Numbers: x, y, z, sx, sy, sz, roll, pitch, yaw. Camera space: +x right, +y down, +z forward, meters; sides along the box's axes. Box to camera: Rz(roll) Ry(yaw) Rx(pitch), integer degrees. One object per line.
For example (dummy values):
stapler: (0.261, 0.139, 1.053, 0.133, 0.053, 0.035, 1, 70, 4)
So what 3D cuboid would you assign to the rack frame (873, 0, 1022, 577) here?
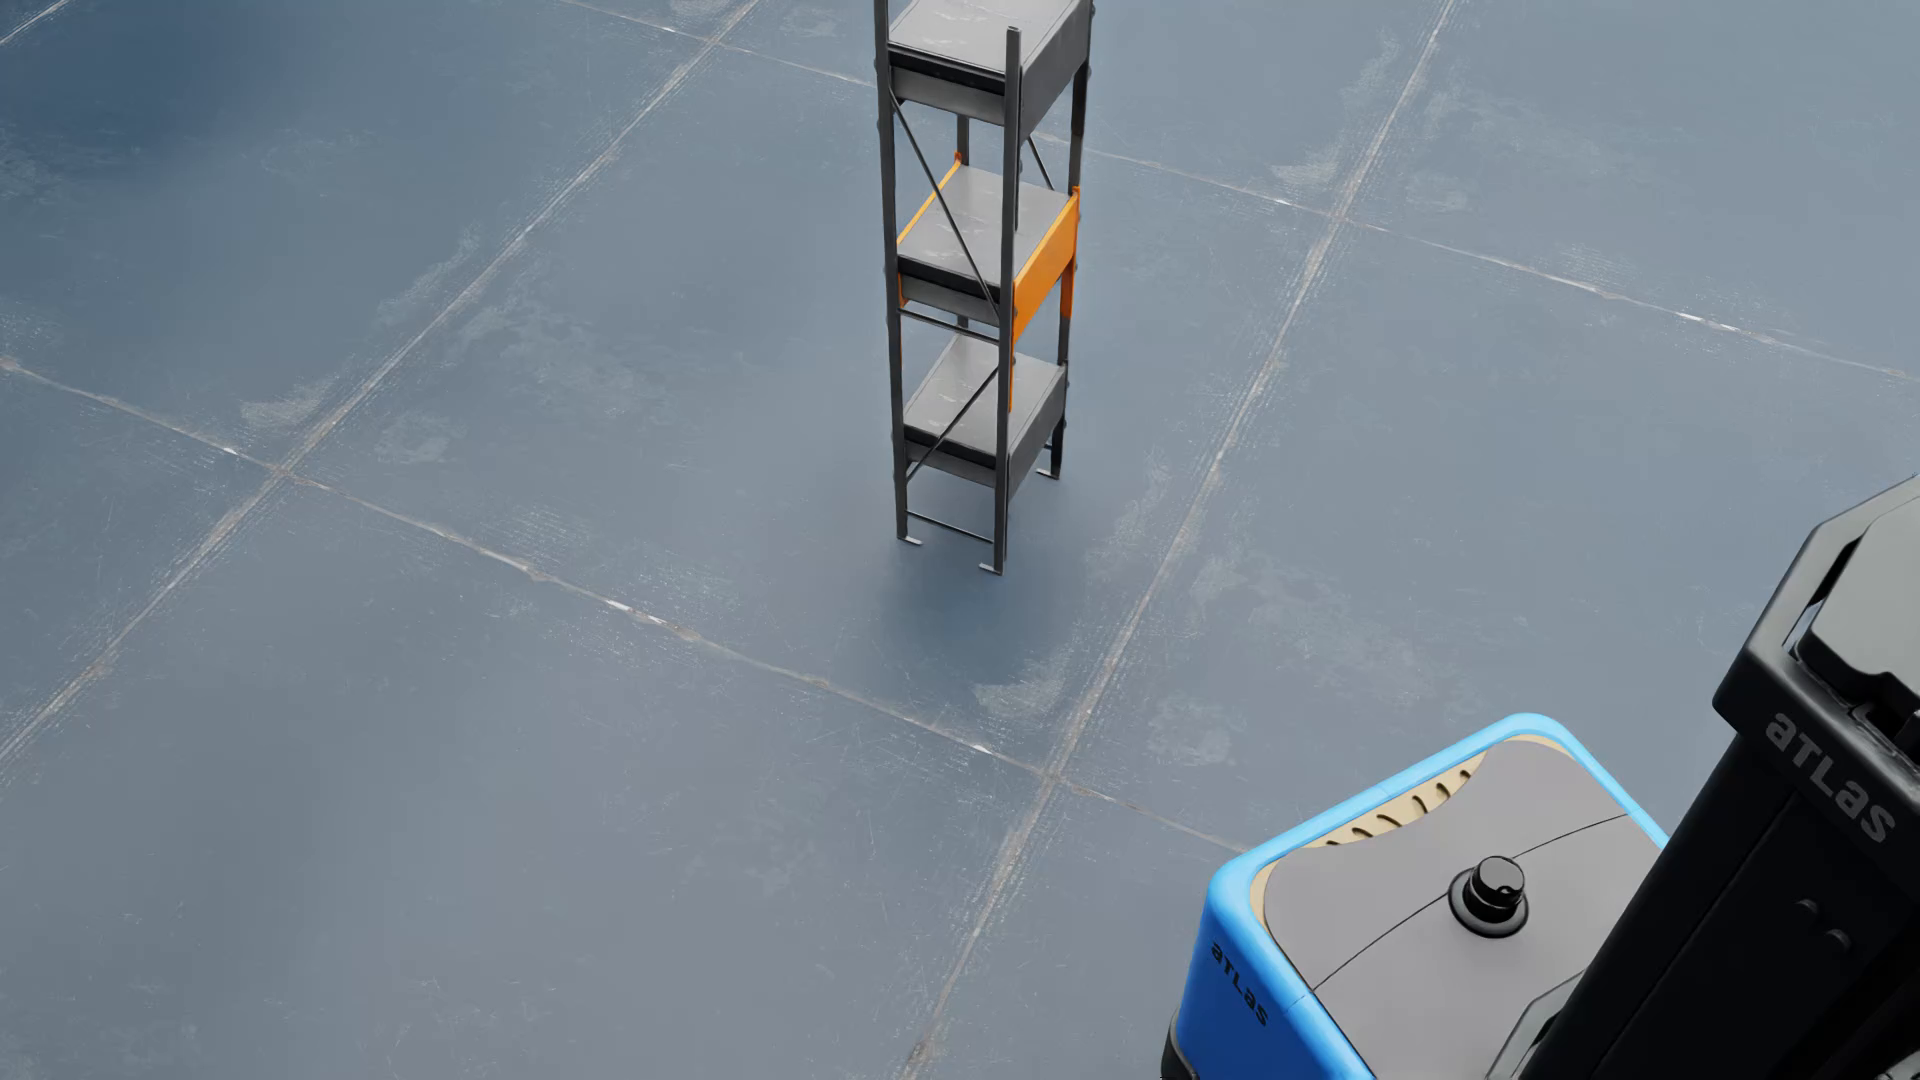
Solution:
rack frame: (-0.034, -0.626, 4.904, 0.400, 2.100, 0.015, 20, 52, 16)

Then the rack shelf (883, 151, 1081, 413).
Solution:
rack shelf: (0.071, -0.786, 5.058, 0.431, 0.518, 0.480, 20, 52, 16)

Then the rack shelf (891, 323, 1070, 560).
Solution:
rack shelf: (0.071, -0.332, 5.591, 0.431, 0.518, 0.480, 20, 52, 16)

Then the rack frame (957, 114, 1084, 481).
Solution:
rack frame: (0.175, -0.962, 5.190, 0.400, 2.100, 0.015, 20, 52, 16)

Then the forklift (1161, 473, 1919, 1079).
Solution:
forklift: (1.691, 1.301, 2.718, 1.130, 2.935, 3.031, -23, 53, -18)

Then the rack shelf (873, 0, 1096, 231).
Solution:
rack shelf: (0.071, -1.239, 4.525, 0.431, 0.518, 0.480, 20, 52, 16)

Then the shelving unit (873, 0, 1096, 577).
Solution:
shelving unit: (0.071, -0.794, 5.047, 0.431, 2.100, 0.503, 20, 52, 16)
